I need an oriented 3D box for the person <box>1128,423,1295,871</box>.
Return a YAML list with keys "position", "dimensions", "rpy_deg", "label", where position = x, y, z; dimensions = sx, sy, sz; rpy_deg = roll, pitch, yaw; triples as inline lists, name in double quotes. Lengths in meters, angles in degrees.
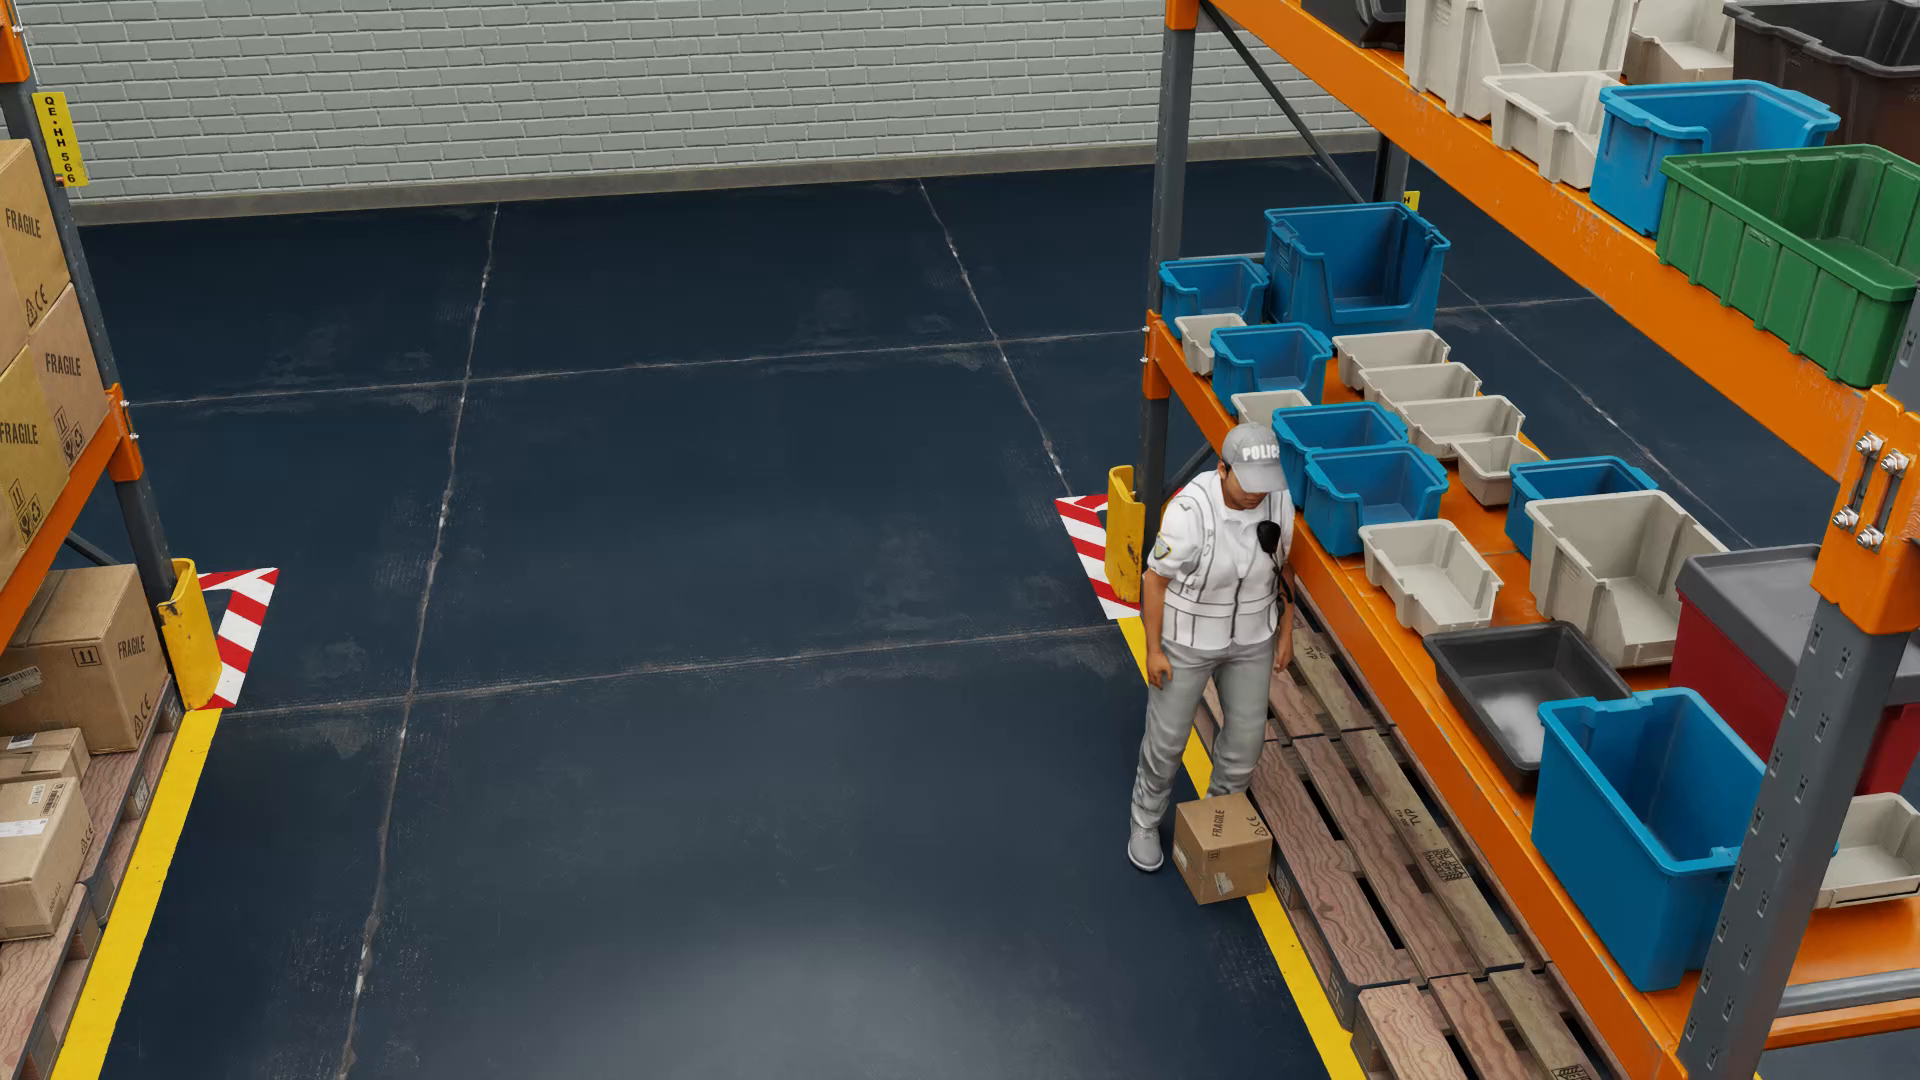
- position: [0.852, 0.345, 5.548]
  dimensions: [0.560, 1.667, 0.466]
  rpy_deg: [-7, 32, -11]
  label: "person"
